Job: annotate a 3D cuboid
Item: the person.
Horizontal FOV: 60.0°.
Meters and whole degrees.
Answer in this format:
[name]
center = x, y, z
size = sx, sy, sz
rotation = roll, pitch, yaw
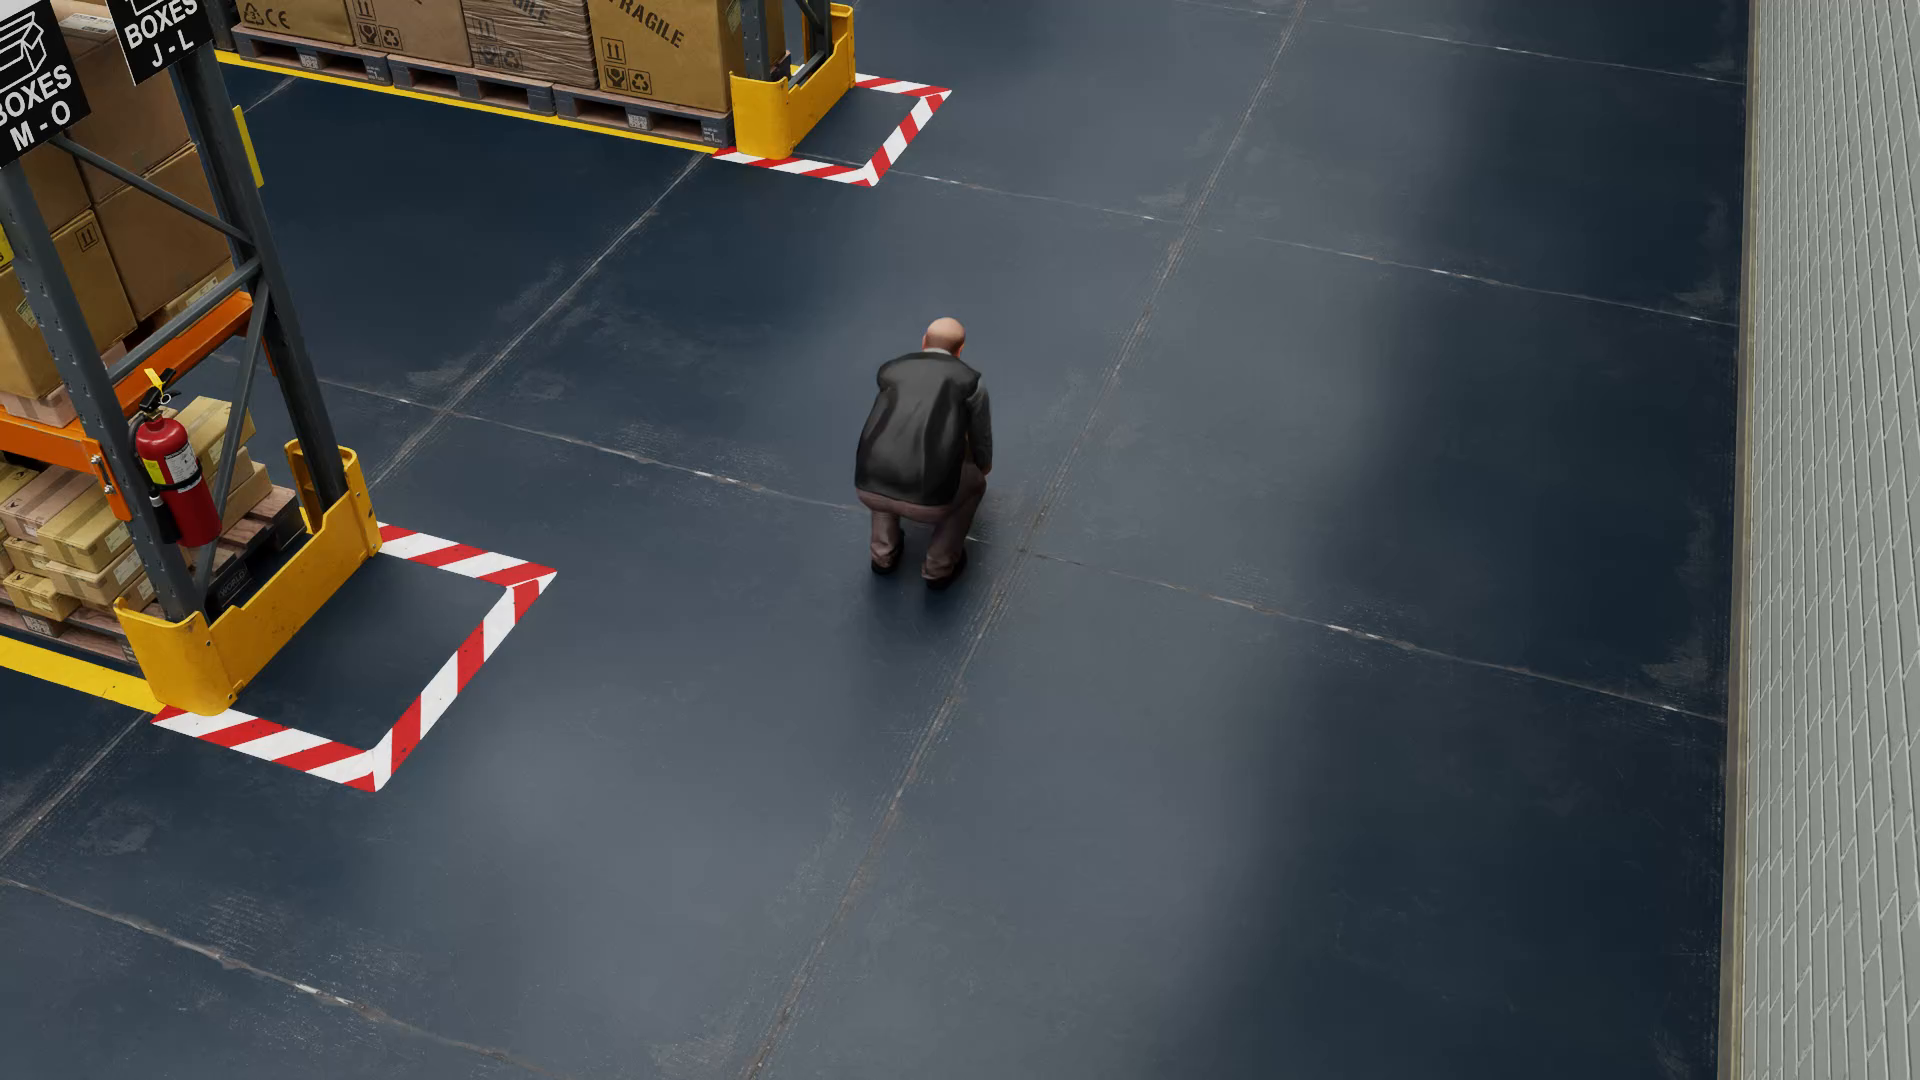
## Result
[person]
center = -0.147, -0.344, 7.156
size = 0.514, 0.956, 0.908
rotation = 12, 43, 14
